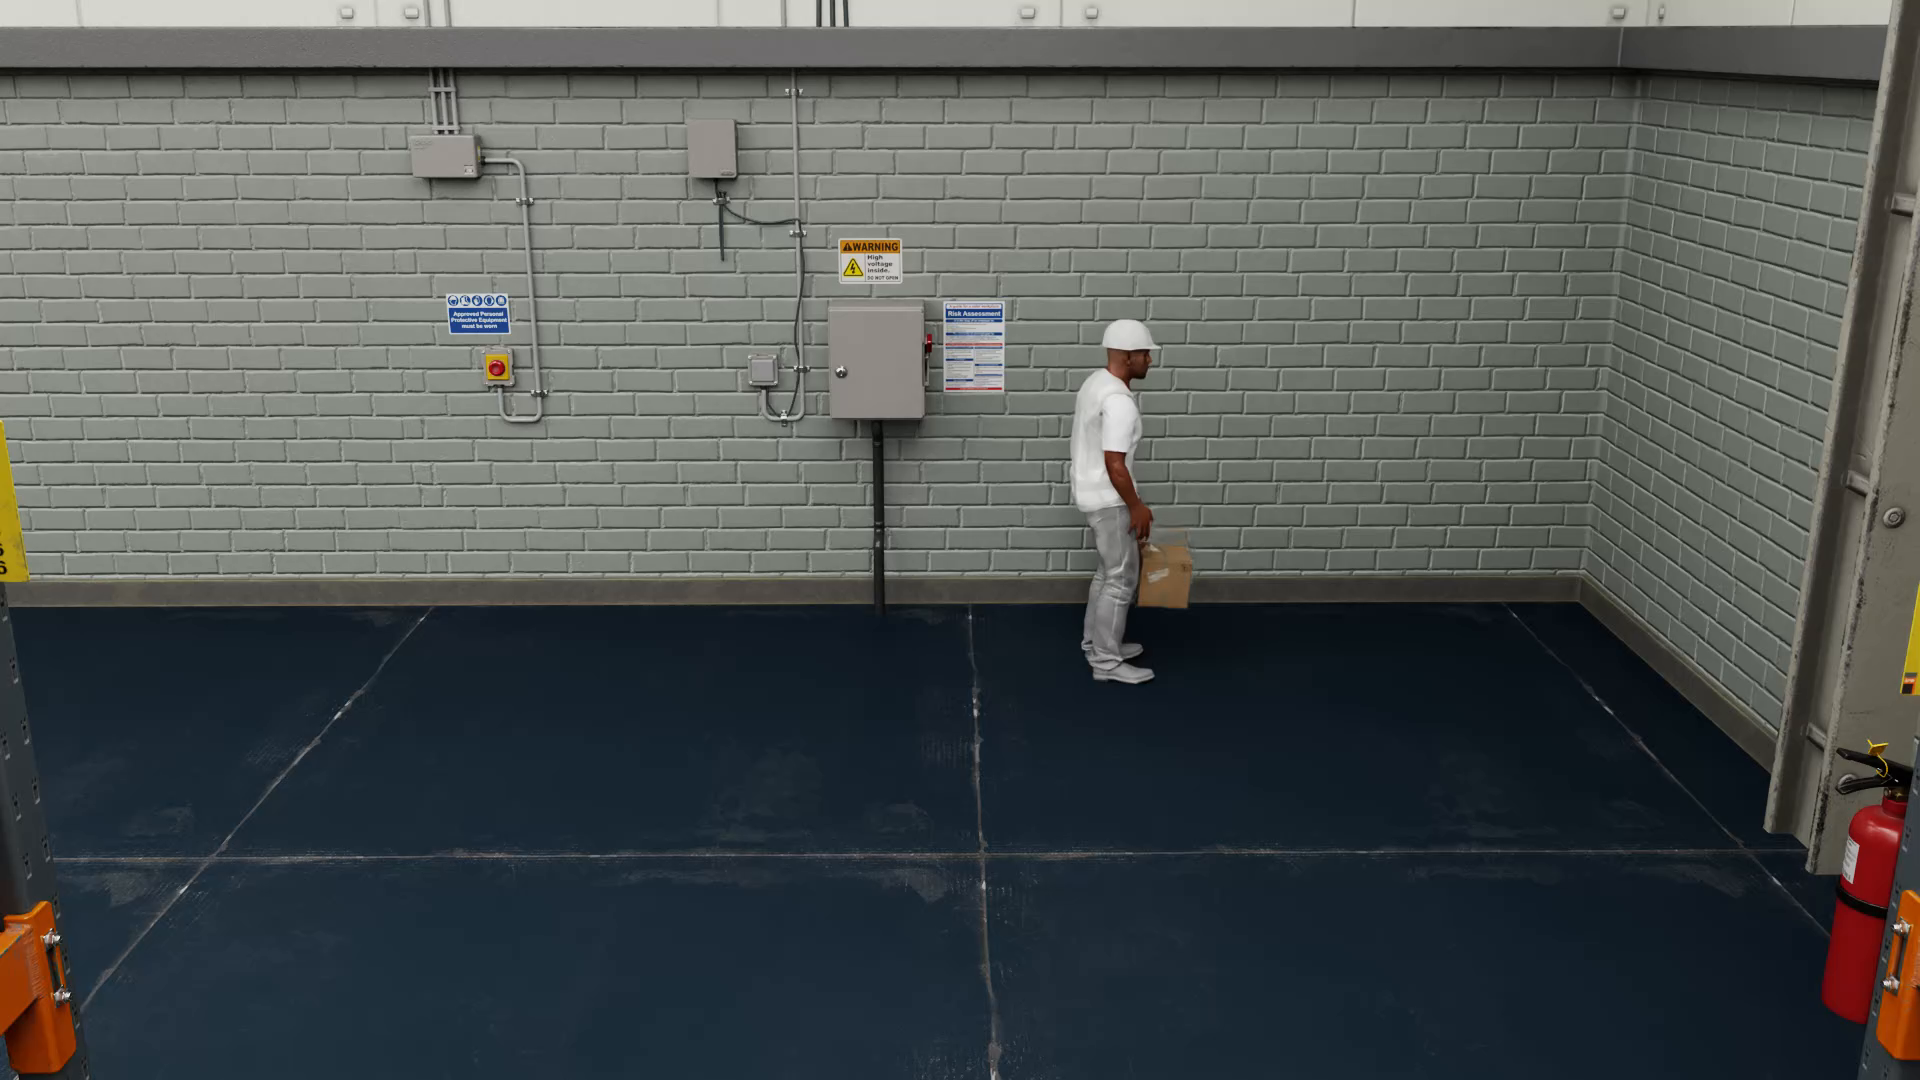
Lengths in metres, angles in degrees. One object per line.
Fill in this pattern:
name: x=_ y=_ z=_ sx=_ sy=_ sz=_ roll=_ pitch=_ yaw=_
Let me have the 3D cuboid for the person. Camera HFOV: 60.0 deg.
person: x=0.755 y=-0.203 z=8.170 sx=0.430 sy=1.764 sz=0.592 roll=-1 pitch=17 yaw=-2
